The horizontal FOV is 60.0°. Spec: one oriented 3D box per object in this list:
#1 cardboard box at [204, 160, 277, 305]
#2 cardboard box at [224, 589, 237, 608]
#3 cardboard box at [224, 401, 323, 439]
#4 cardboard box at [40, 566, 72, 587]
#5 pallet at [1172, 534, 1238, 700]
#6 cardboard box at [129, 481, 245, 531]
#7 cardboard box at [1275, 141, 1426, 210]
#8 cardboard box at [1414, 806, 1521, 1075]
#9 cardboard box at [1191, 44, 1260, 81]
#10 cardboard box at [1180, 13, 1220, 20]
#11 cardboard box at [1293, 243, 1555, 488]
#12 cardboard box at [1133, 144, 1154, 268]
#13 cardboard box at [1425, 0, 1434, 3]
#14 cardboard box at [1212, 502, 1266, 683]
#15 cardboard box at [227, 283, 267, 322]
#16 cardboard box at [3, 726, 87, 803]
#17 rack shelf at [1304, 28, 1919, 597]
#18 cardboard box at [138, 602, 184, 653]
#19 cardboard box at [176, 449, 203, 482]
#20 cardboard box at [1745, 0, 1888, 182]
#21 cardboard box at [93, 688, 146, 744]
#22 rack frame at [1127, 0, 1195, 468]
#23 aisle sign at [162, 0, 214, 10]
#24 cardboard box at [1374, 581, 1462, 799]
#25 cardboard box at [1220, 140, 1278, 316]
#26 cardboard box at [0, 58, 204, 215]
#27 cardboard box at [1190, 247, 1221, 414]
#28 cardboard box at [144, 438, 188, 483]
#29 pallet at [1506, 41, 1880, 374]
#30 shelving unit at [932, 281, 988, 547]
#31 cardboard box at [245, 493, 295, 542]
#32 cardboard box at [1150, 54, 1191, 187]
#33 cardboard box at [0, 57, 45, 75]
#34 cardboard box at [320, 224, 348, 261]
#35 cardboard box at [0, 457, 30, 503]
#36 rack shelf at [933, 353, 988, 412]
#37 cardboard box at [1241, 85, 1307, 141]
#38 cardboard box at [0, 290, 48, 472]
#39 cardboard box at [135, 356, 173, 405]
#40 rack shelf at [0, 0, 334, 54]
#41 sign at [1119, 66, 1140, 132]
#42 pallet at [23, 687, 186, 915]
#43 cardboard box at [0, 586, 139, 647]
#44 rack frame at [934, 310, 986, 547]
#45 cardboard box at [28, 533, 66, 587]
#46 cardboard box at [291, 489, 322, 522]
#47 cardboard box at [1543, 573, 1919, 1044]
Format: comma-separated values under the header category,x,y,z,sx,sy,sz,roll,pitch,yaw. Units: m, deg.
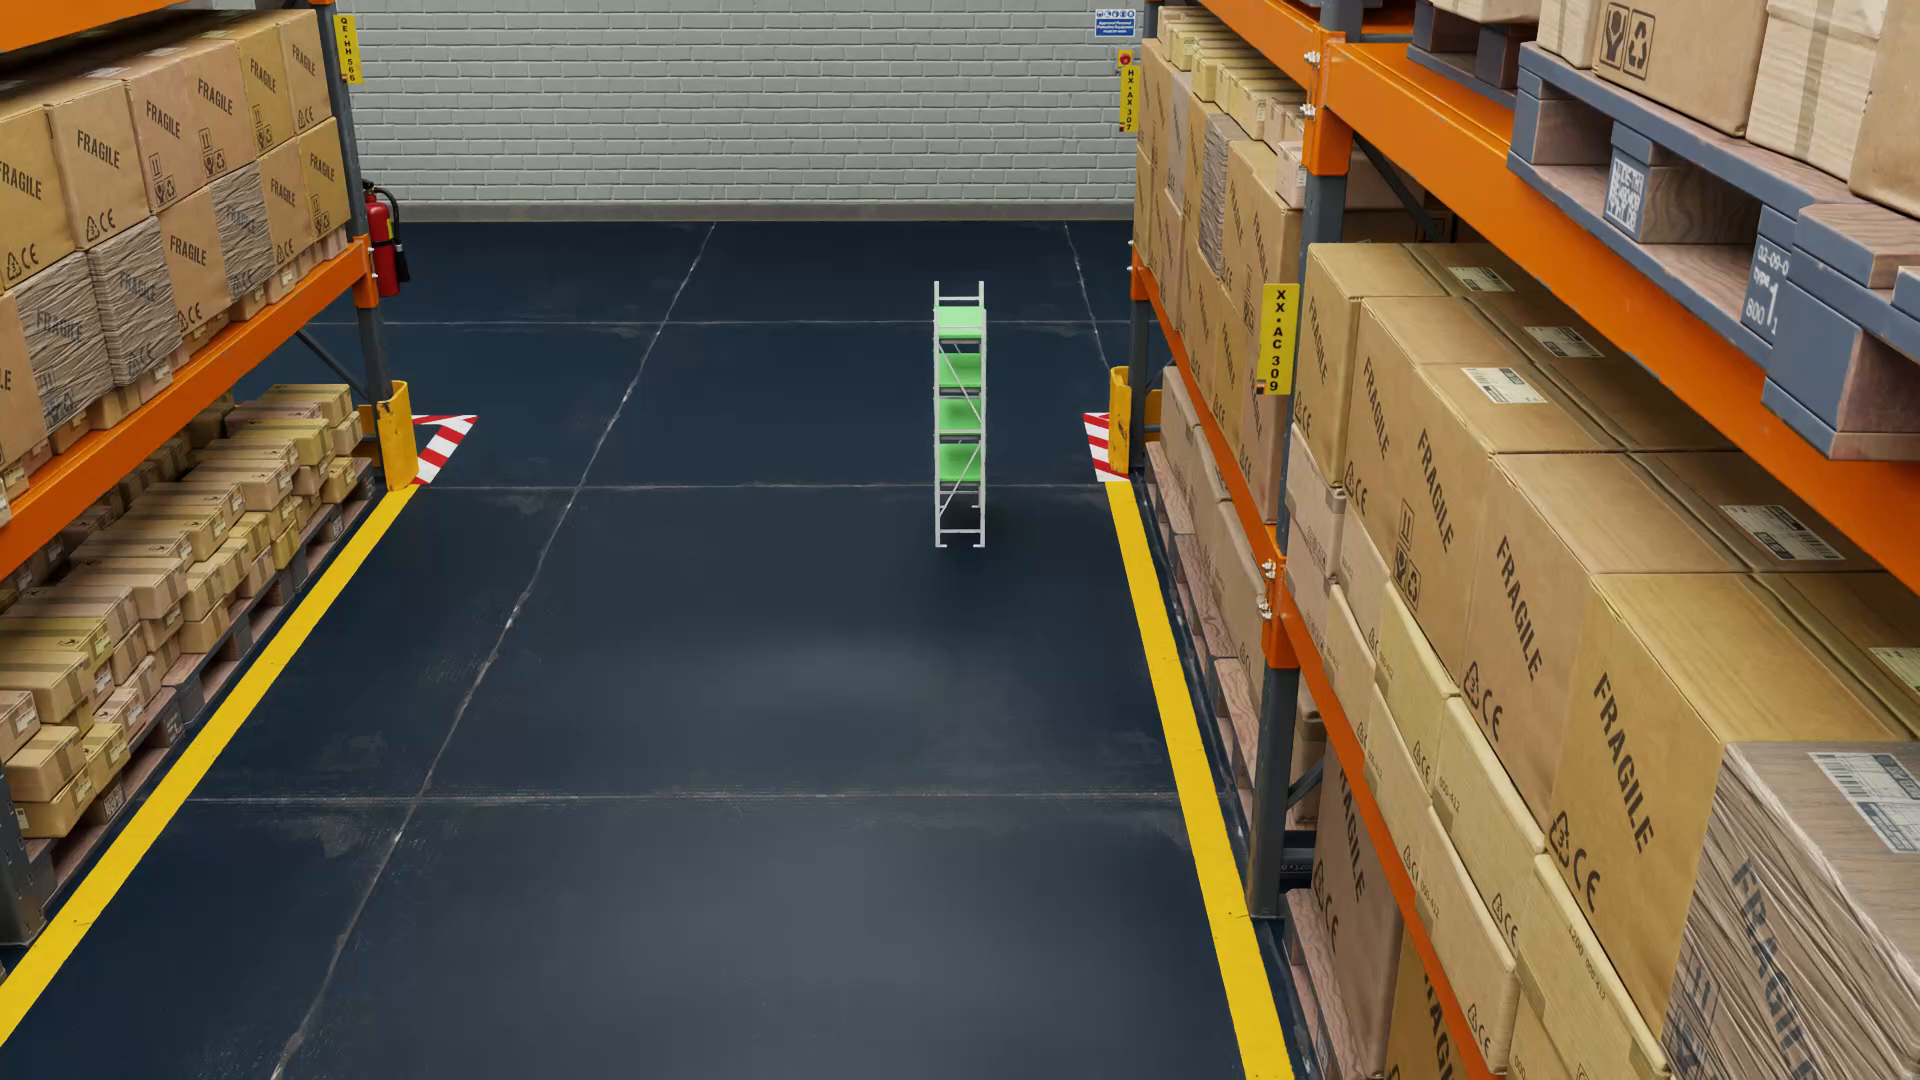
category,x,y,z,sx,sy,sz,roll,pitch,yaw
cardboard box,-3.259,-1.301,7.003,0.500,0.500,0.500,0,24,0
cardboard box,-3.310,0.237,7.035,0.380,0.149,0.250,0,24,1
cardboard box,-3.332,-0.567,8.092,0.380,0.149,0.250,0,24,0
cardboard box,-3.760,0.226,6.698,0.380,0.149,0.250,-1,24,-3
pallet,1.509,0.313,7.303,1.003,0.211,1.213,0,24,-1
cardboard box,-3.312,-0.135,7.136,0.380,0.149,0.250,-1,24,-2
cardboard box,1.134,-1.062,4.837,0.380,0.149,0.250,-1,24,-2
cardboard box,1.190,0.741,3.153,0.500,0.250,0.500,-1,24,-1
cardboard box,1.139,-1.903,6.696,0.380,0.149,0.250,0,24,0
cardboard box,1.213,-2.330,7.640,0.380,0.149,0.250,0,24,1
cardboard box,1.173,-0.459,4.290,0.500,0.500,0.500,0,24,0
cardboard box,1.130,-1.635,8.104,0.500,0.500,0.500,0,24,-1
cardboard box,1.175,-1.379,3.389,0.500,0.500,0.500,-1,24,-2
cardboard box,1.546,0.208,6.750,0.875,0.438,0.875,-1,24,-2
cardboard box,-3.268,-1.057,7.253,0.380,0.149,0.250,-1,24,-3
cardboard box,-3.177,0.745,5.552,0.380,0.149,0.250,1,24,2
rack shelf,1.478,-0.355,2.628,1.077,0.370,4.000,0,24,-1
cardboard box,-3.288,0.316,6.500,0.380,0.149,0.250,1,24,2
cardboard box,-3.750,-0.322,7.911,0.380,0.149,0.250,0,24,0
cardboard box,1.134,-0.555,1.850,0.396,0.266,0.258,-1,24,-2
cardboard box,-3.233,0.668,6.083,0.380,0.149,0.250,0,24,-1
rack frame,1.412,-1.789,8.564,1.000,3.000,0.127,0,24,-1
aisle sign,-3.837,-2.938,7.951,0.394,0.787,0.004,0,24,-1
cardboard box,1.191,0.306,3.510,0.500,0.250,0.500,0,24,0
cardboard box,1.177,-1.044,5.583,0.500,0.500,0.500,-1,24,-1
cardboard box,-3.254,-1.533,6.304,0.500,0.500,0.500,-1,24,-2
cardboard box,1.164,-0.795,6.246,0.500,0.500,0.500,-1,24,-1
cardboard box,-3.787,-0.351,7.615,0.380,0.149,0.250,-1,24,-3
pallet,1.424,-0.499,2.301,1.003,0.211,1.213,1,24,2
shelving unit,-0.002,-0.615,8.154,0.258,1.200,0.503,0,24,-1
cardboard box,-3.219,-0.109,7.440,0.380,0.149,0.250,0,24,0
cardboard box,1.145,-1.878,7.427,0.500,0.500,0.500,-1,24,-2
cardboard box,-3.793,-1.543,6.326,0.500,0.500,0.500,-1,24,-2
cardboard box,-3.250,-1.477,8.181,0.380,0.149,0.250,0,24,0
cardboard box,-3.246,-0.186,5.327,0.380,0.149,0.250,0,24,1
rack shelf,-0.002,-0.775,8.081,0.258,0.148,0.480,0,24,-1
cardboard box,1.187,-1.482,5.764,0.380,0.149,0.250,0,24,-1
cardboard box,-3.246,-0.463,5.151,0.500,0.500,0.500,-1,24,-2
cardboard box,-3.232,-0.623,6.291,0.380,0.149,0.250,1,24,2
rack shelf,-3.515,-1.939,6.131,1.077,0.370,4.000,0,24,-1
sign,0.857,-2.219,8.370,0.100,0.325,0.005,0,24,-1
pallet,-3.536,0.918,5.965,1.003,0.211,1.213,0,24,-1
cardboard box,-3.311,0.292,6.192,0.380,0.149,0.250,-1,24,-2
rack frame,0.001,-0.514,7.931,0.240,1.200,0.015,0,24,-1
cardboard box,-3.845,0.078,6.666,0.380,0.149,0.250,-1,24,-2
cardboard box,-3.301,-0.186,7.972,0.380,0.149,0.250,0,24,-1
cardboard box,1.220,0.379,2.437,0.500,0.500,0.500,0,24,-1
